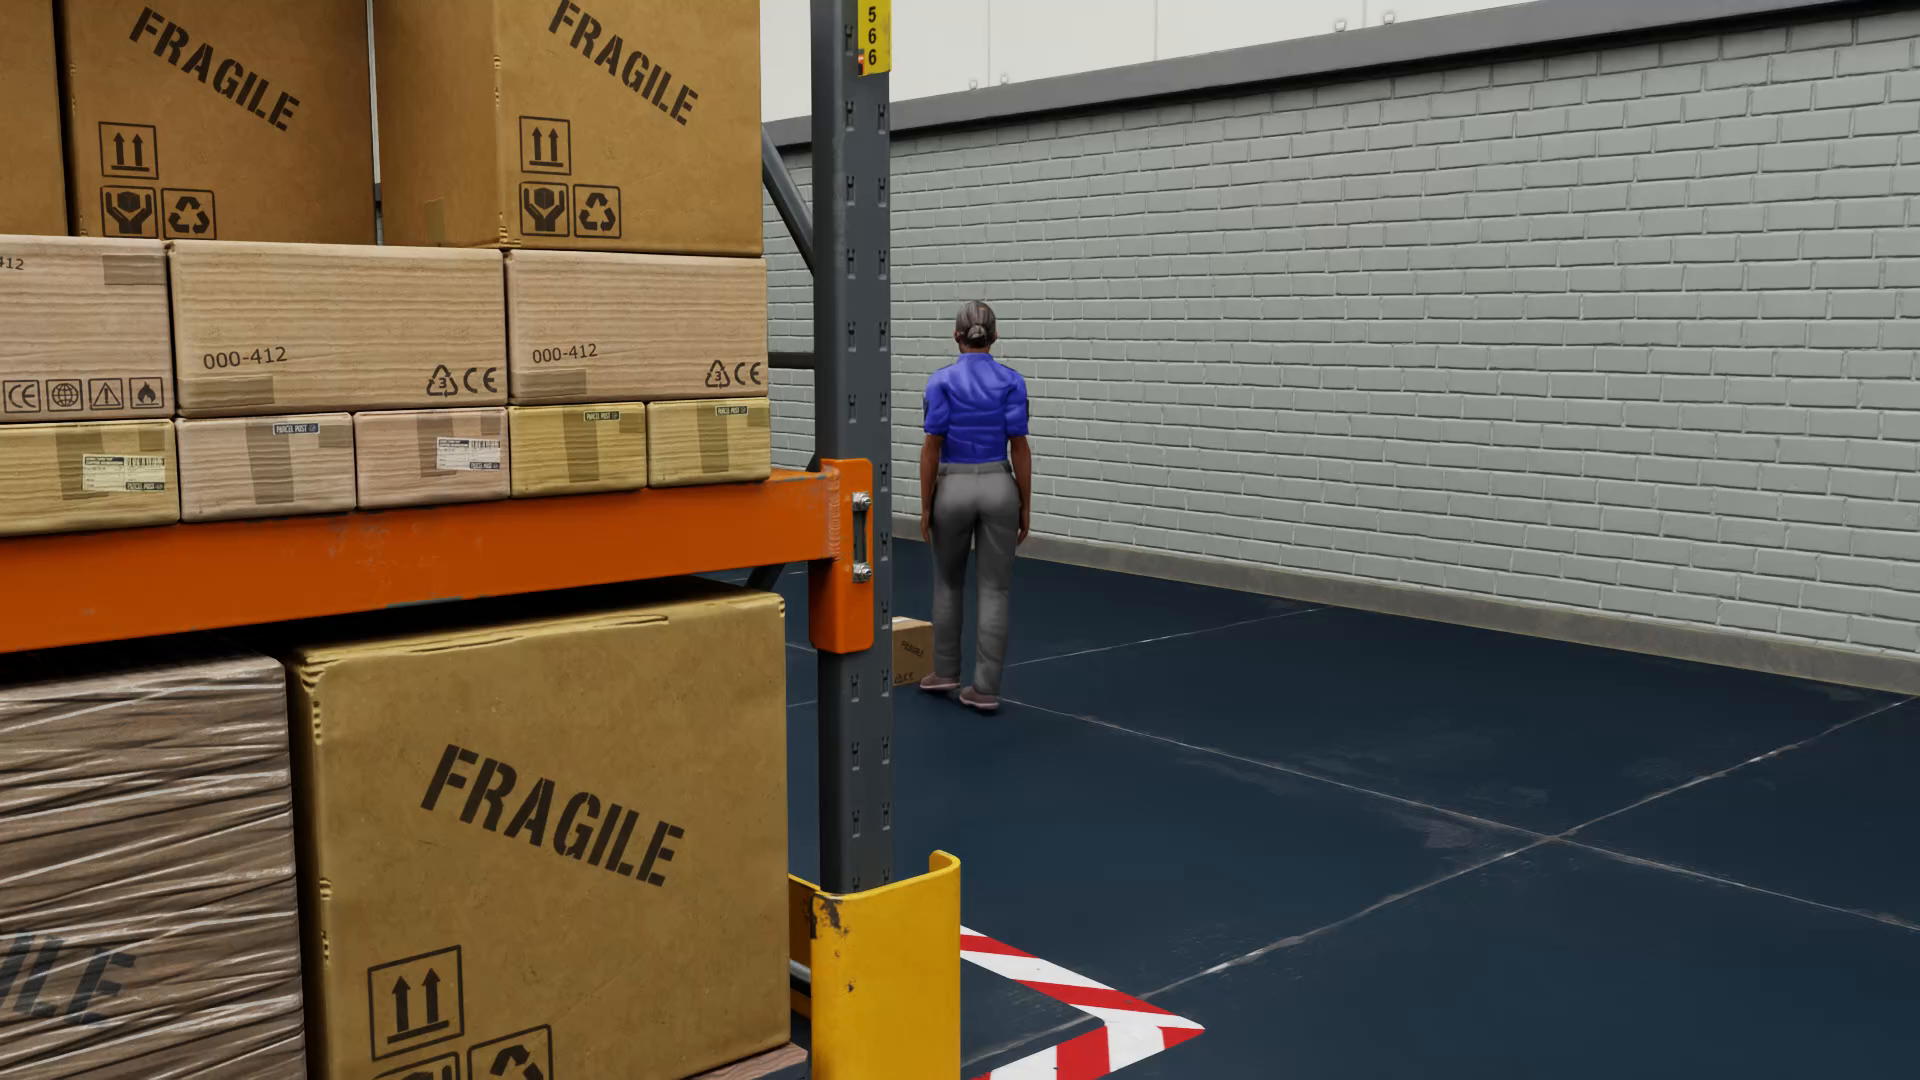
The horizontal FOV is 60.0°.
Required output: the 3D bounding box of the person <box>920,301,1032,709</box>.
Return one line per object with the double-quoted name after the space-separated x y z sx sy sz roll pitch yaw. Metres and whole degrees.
0.057 -0.151 6.885 0.454 1.660 0.572 0 8 -3 "person"
